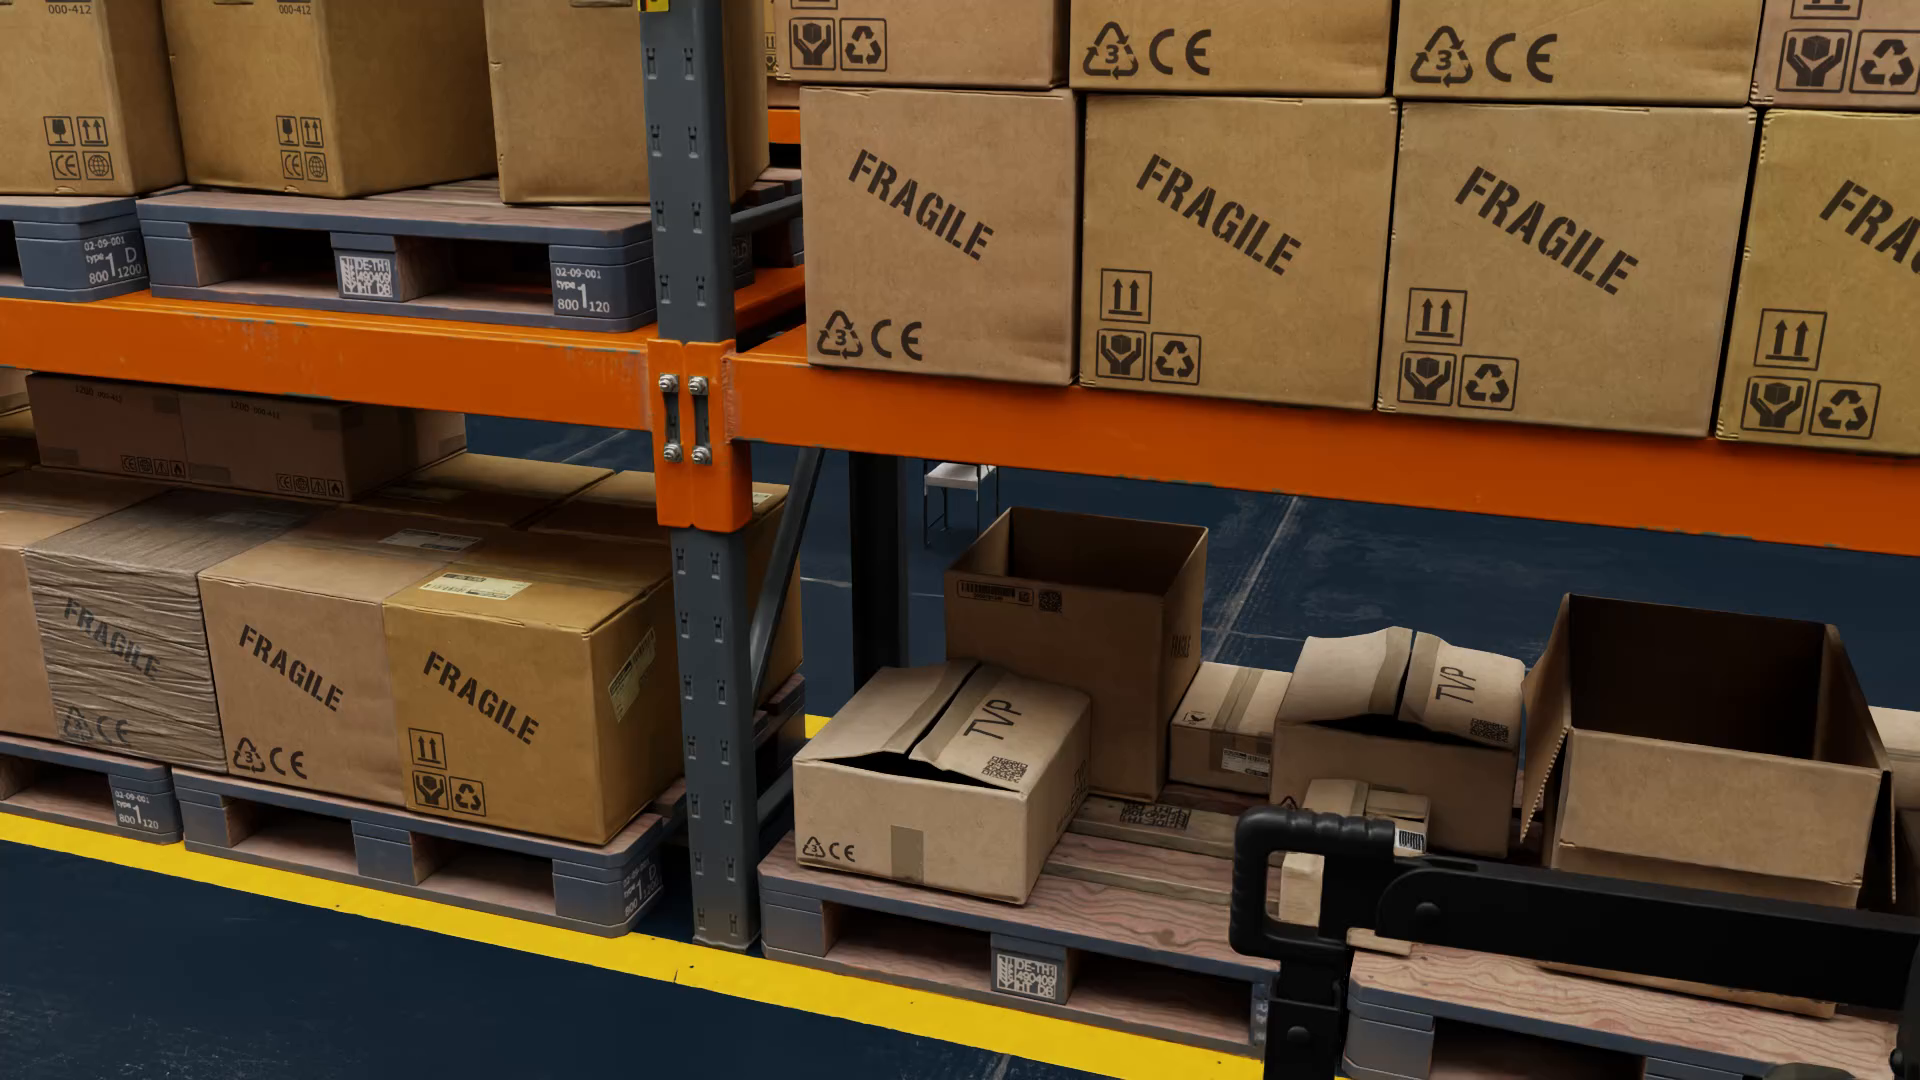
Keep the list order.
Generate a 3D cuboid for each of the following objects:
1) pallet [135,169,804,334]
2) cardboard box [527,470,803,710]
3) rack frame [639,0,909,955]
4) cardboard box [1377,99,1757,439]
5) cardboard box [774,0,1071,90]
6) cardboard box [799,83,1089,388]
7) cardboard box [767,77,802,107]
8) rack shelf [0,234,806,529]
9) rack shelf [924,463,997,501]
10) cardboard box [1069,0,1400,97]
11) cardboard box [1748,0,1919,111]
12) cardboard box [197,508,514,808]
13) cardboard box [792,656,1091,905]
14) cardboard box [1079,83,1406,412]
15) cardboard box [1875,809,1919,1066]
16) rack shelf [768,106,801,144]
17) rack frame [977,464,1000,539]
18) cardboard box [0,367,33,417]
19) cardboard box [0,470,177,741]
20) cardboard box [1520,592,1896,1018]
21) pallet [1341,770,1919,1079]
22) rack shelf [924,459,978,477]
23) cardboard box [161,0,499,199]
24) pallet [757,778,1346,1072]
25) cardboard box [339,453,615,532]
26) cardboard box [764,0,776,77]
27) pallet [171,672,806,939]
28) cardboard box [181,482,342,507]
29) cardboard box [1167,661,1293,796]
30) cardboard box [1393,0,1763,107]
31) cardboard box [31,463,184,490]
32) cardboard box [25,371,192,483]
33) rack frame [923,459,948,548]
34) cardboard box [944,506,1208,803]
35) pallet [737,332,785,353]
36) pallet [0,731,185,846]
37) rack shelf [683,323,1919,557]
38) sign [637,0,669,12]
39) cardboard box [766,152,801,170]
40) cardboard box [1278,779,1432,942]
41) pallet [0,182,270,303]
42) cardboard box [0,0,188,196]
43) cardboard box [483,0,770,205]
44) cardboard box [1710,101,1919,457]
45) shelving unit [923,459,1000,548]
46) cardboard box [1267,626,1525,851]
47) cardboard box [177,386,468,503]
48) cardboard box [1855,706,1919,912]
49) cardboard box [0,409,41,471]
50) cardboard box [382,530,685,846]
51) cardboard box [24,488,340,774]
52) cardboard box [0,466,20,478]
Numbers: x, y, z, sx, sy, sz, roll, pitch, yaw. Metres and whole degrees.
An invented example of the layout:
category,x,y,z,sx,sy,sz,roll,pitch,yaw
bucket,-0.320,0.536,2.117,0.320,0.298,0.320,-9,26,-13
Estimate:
category,x,y,z,sx,sy,sz,roll,pitch,yaw
pallet,-1.071,-0.724,3.888,1.213,0.211,1.003,7,20,18
cardboard box,-0.729,0.150,4.218,0.500,0.500,0.500,6,20,16
rack frame,-0.352,-0.695,3.512,0.127,3.000,1.000,7,20,18
cardboard box,0.997,-0.493,2.782,0.500,0.500,0.500,6,20,18
cardboard box,0.001,-1.076,2.934,0.500,0.500,0.500,7,20,19
cardboard box,0.040,-0.602,3.094,0.500,0.500,0.500,7,20,19
cardboard box,-0.820,-2.288,8.435,0.250,0.149,0.380,7,20,18
rack shelf,-2.241,-0.571,4.250,4.000,0.370,1.077,7,20,18
rack shelf,0.008,-0.223,5.996,0.200,0.077,0.258,7,20,18
cardboard box,0.489,-1.020,2.774,0.500,0.500,0.500,6,20,16
cardboard box,1.462,-0.909,2.455,0.500,0.500,0.500,7,20,20
cardboard box,-1.376,0.258,3.909,0.500,0.500,0.500,7,20,18
cardboard box,-0.026,0.480,3.559,0.500,0.311,0.500,7,20,18
cardboard box,0.525,-0.548,2.939,0.500,0.500,0.500,7,20,19
cardboard box,1.945,0.734,2.922,0.500,0.250,0.500,7,20,18
rack shelf,-0.619,-2.112,8.670,4.000,0.370,1.077,7,20,18
rack frame,0.104,-0.413,5.894,0.006,0.900,0.240,7,20,18
cardboard box,-3.115,-0.475,4.873,0.500,0.250,0.500,7,21,20
cardboard box,-2.331,0.149,4.220,0.500,0.500,0.500,6,20,16
cardboard box,1.425,0.478,3.273,0.637,0.503,0.797,7,20,18
pallet,1.453,0.828,3.381,1.213,0.211,1.003,7,20,18
rack shelf,0.008,-0.308,5.966,0.200,0.077,0.258,7,20,18
cardboard box,-1.396,-1.115,3.929,0.500,0.500,0.700,10,22,27
pallet,0.297,0.697,3.757,1.213,0.211,1.003,7,20,18
cardboard box,-1.236,0.096,4.373,0.500,0.500,0.500,7,20,19
cardboard box,-0.679,-2.565,8.244,0.500,0.500,0.500,7,20,20
pallet,-1.132,0.546,4.189,1.213,0.211,1.003,7,20,18
cardboard box,-1.706,0.039,4.535,0.500,0.500,0.500,7,20,19
cardboard box,0.654,0.439,3.922,0.250,0.149,0.380,7,20,18
cardboard box,0.974,-0.964,2.615,0.500,0.500,0.500,6,20,16
cardboard box,-2.183,-0.015,4.692,0.500,0.500,0.500,6,20,16
cardboard box,-2.147,-0.366,4.560,0.500,0.250,0.500,6,20,17
rack frame,-0.088,-0.435,5.957,0.006,0.900,0.240,7,20,18
cardboard box,0.280,0.251,3.927,0.500,0.500,0.500,7,20,18
pallet,-0.639,-1.110,8.939,1.213,0.211,1.003,7,20,18
pallet,-2.289,0.415,4.566,1.213,0.211,1.003,7,20,18
rack shelf,1.538,-0.139,3.010,4.000,0.370,1.077,7,20,18
sign,-0.530,-1.068,2.825,0.005,0.325,0.100,7,20,18
cardboard box,-1.031,-1.634,8.834,0.750,0.750,0.750,6,20,18
cardboard box,0.794,0.638,3.324,0.250,0.166,0.380,7,20,18
pallet,-2.292,-0.827,4.184,1.213,0.211,1.003,7,20,18
cardboard box,-2.041,-1.112,3.919,0.500,0.500,0.700,1,19,4
cardboard box,-0.726,-1.061,3.773,0.500,0.500,0.700,0,19,0
cardboard box,1.478,-0.439,2.625,0.500,0.500,0.500,6,20,17
shelving unit,0.008,-0.424,5.926,0.210,0.900,0.258,7,20,18
cardboard box,0.988,0.422,3.726,0.500,0.311,0.500,7,20,18
cardboard box,-1.673,-0.312,4.405,0.500,0.250,0.500,7,20,18
cardboard box,2.062,0.573,3.384,0.500,0.250,0.500,7,20,18
cardboard box,-2.681,-0.070,4.849,0.500,0.500,0.500,6,20,16
cardboard box,-0.912,0.314,3.748,0.500,0.500,0.500,6,20,18
cardboard box,-1.850,0.203,4.065,0.500,0.500,0.500,7,20,19
cardboard box,-2.825,0.094,4.377,0.500,0.500,0.500,6,20,17
